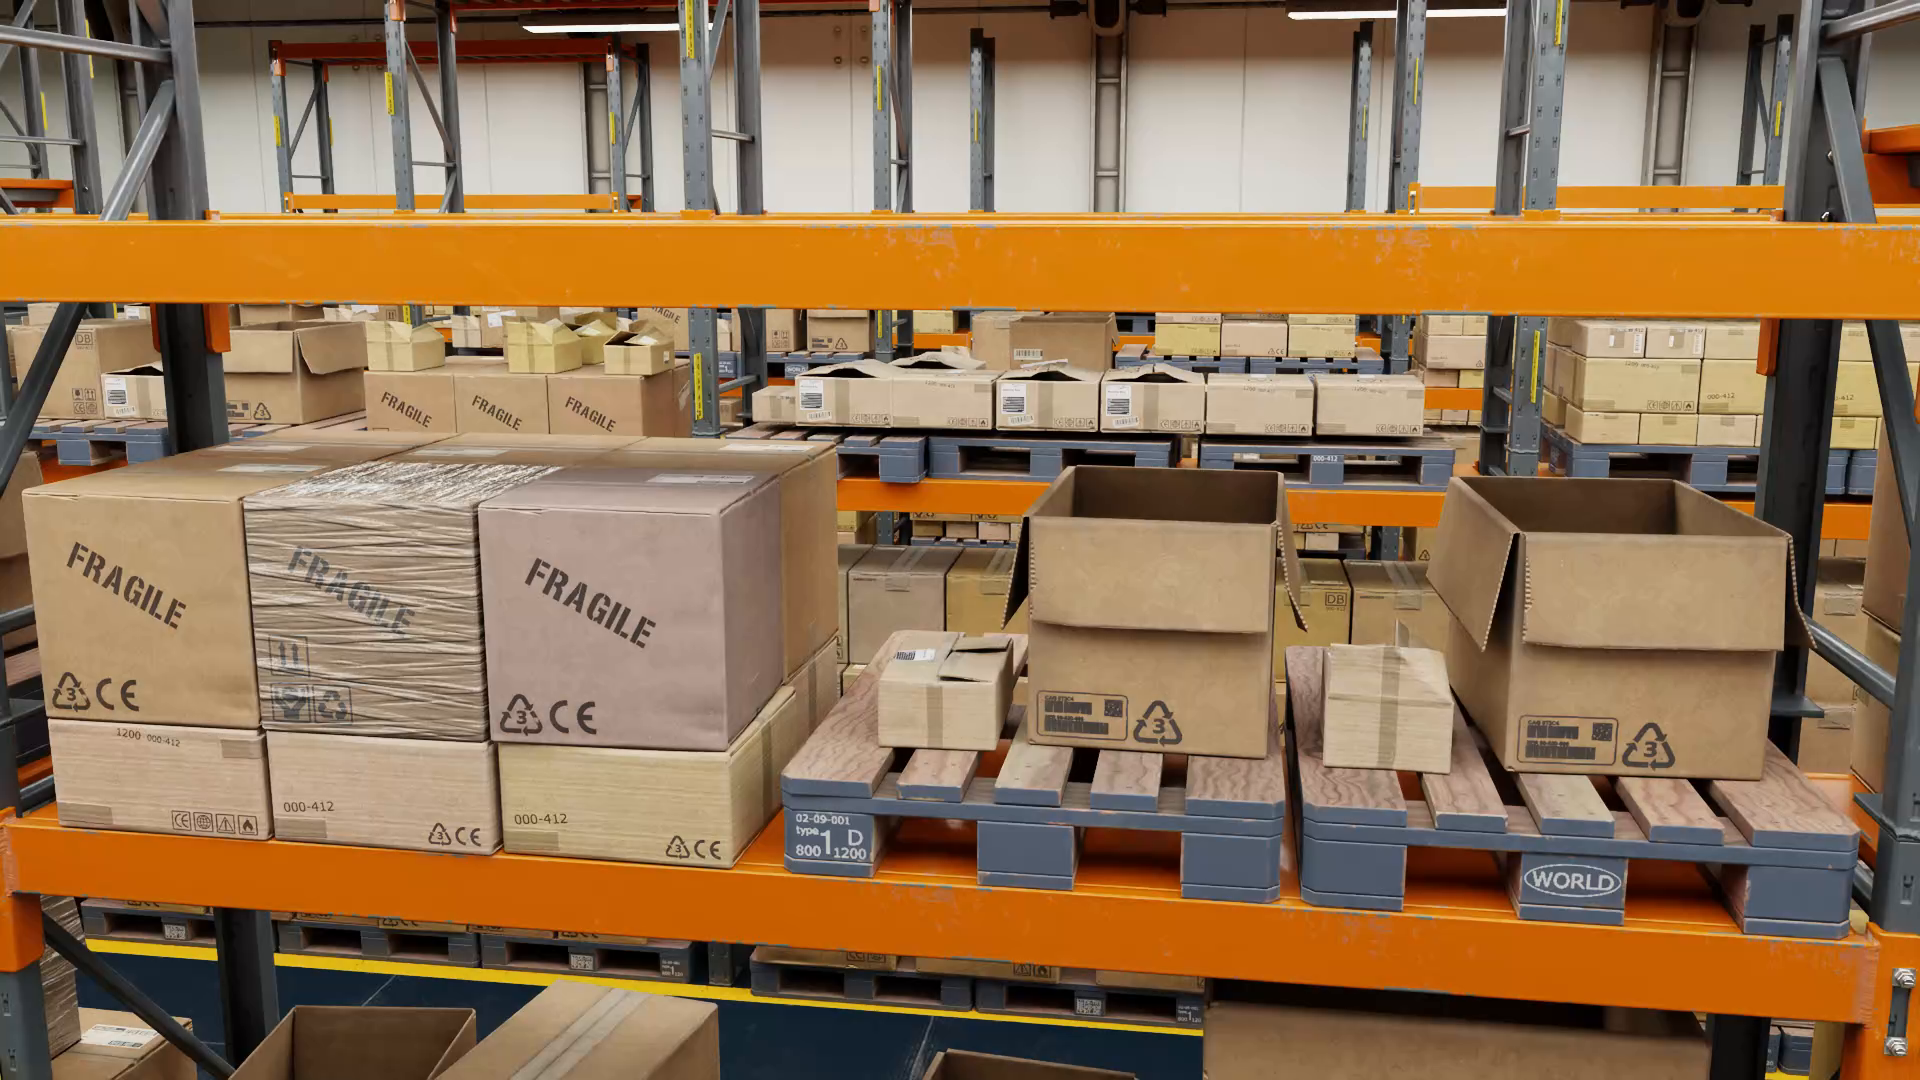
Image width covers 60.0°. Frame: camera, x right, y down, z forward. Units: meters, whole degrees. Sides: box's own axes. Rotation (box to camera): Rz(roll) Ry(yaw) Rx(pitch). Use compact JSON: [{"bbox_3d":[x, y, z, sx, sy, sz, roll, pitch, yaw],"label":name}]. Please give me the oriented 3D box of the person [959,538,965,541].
[{"bbox_3d":[-0.022,-0.111,17.498,0.417,1.659,0.521,0,11,2],"label":"person"}]
